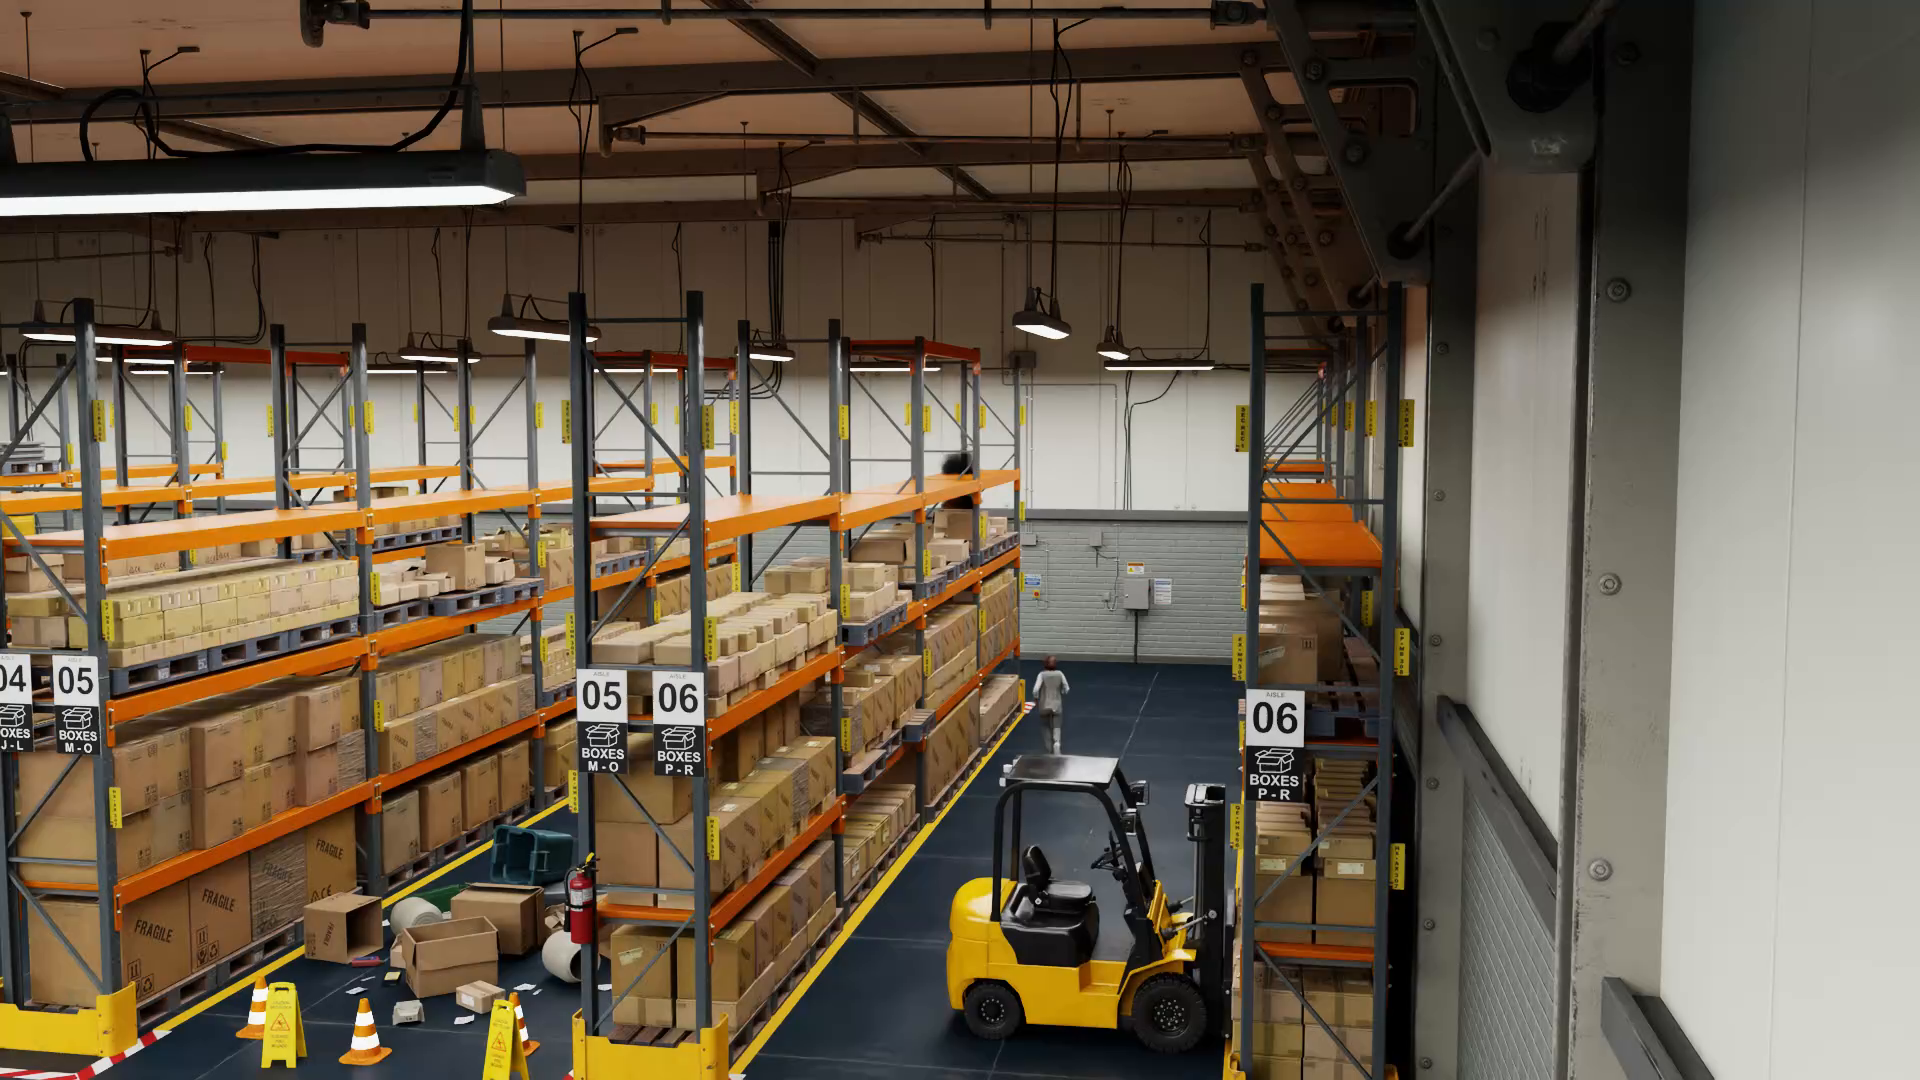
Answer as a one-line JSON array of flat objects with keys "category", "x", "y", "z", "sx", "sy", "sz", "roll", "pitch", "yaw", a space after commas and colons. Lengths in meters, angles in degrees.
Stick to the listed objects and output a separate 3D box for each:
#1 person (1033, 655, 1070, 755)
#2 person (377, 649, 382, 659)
[{"category": "person", "x": 1.318, "y": 2.448, "z": 24.066, "sx": 0.546, "sy": 1.566, "sz": 0.682, "roll": 0, "pitch": 5, "yaw": -3}, {"category": "person", "x": -8.436, "y": 2.357, "z": 24.069, "sx": 0.651, "sy": 1.747, "sz": 0.692, "roll": 1, "pitch": 5, "yaw": 9}]
